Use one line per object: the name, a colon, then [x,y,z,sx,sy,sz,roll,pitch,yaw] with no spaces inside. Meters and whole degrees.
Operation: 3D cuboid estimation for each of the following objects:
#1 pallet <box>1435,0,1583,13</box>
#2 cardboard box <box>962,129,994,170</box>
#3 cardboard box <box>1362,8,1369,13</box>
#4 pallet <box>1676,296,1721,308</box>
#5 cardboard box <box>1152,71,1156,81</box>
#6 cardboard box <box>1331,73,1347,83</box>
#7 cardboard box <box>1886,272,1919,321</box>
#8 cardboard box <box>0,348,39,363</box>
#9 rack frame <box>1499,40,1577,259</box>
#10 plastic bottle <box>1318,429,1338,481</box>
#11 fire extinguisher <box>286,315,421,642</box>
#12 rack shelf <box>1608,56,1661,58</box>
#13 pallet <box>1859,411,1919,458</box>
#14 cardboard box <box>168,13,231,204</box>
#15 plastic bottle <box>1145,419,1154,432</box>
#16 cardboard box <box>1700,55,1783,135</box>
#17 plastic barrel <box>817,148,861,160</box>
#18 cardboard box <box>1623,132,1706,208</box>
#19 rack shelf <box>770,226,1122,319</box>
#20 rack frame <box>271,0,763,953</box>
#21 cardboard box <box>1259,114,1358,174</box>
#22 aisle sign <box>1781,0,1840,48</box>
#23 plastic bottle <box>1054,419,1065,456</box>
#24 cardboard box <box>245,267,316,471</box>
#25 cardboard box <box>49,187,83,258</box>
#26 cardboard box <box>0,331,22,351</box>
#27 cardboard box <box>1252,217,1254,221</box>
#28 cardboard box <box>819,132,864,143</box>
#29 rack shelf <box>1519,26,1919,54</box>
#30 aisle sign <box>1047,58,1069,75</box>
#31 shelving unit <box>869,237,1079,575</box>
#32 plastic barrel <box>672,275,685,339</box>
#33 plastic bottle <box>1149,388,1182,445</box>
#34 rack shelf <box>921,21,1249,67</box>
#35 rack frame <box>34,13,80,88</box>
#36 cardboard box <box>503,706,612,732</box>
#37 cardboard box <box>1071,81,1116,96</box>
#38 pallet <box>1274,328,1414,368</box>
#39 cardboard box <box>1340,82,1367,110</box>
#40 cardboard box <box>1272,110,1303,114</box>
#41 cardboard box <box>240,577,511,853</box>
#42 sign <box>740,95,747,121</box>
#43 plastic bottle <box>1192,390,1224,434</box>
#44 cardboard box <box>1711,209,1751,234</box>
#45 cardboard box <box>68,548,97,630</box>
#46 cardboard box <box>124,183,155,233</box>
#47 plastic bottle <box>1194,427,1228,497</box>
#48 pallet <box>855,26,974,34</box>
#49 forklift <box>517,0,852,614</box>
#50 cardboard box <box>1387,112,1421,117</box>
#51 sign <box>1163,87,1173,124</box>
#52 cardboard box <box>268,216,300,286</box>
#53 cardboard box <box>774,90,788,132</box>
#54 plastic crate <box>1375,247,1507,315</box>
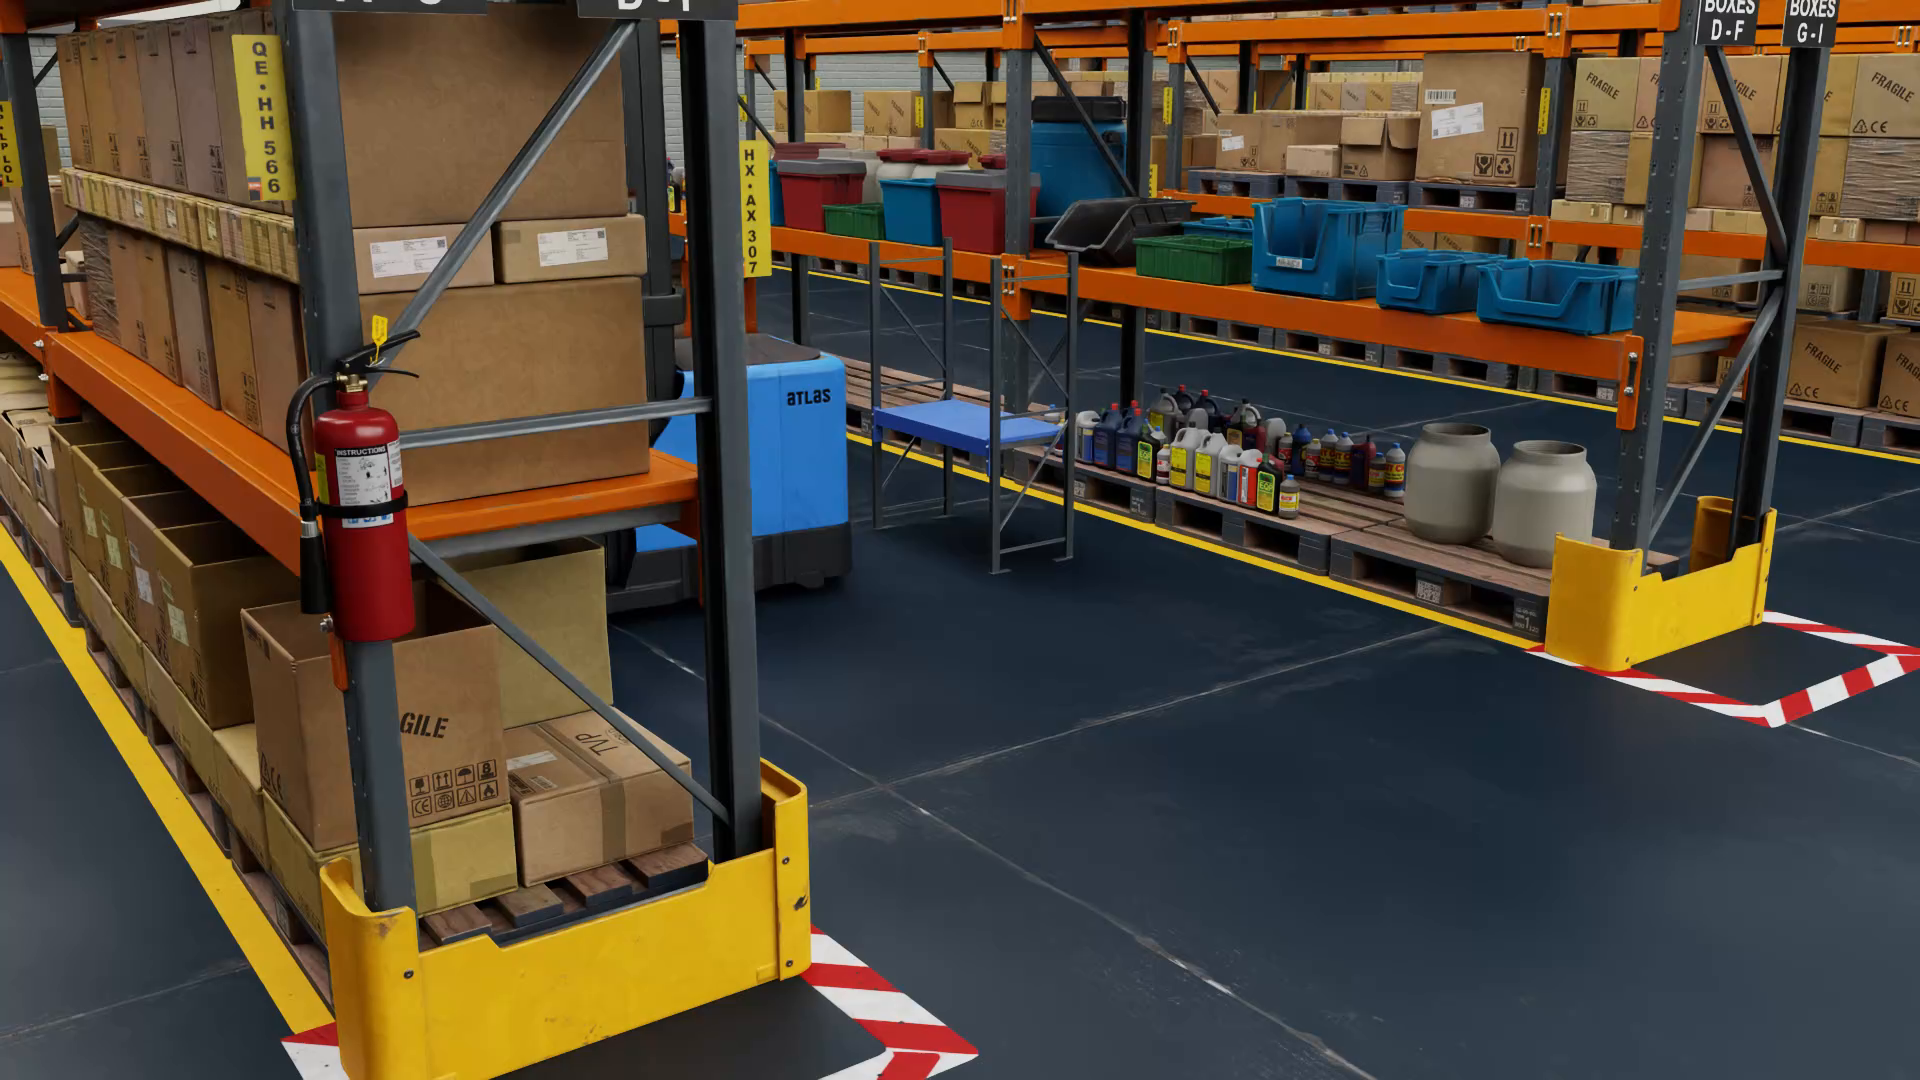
pallet: [4.427,-4.158,12.760,1.213,0.211,1.003,-11,19,-35]
cardboard box: [0.365,-4.166,17.925,0.500,0.500,0.500,-11,19,-34]
cardboard box: [3.426,-4.607,14.330,0.500,0.250,0.500,-10,18,-33]
pallet: [7.540,-2.471,17.204,1.003,0.211,1.213,-11,19,-35]
cardboard box: [2.661,-6.172,22.796,0.500,0.500,0.500,-12,19,-36]
cardboard box: [6.091,-7.307,26.280,0.380,0.149,0.250,-12,19,-36]
cardboard box: [9.089,-2.435,15.018,0.875,0.875,0.875,-11,19,-34]
cardboard box: [-5.592,-0.960,9.754,0.500,0.311,0.500,-10,18,-33]
rack frame: [6.424,-4.256,18.444,1.000,3.000,0.127,-11,19,-35]
plastic bottle: [1.976,-0.457,8.899,0.097,0.271,0.097,0,15,0]
fire extinguisher: [-1.265,-0.128,3.508,0.296,0.674,0.183,-11,19,-35]
rack shelf: [10.853,-8.198,28.528,1.077,0.370,4.000,-11,19,-35]
pallet: [6.562,-0.650,10.550,1.003,0.211,1.213,-11,19,-35]
cardboard box: [-1.865,-1.269,4.882,0.700,0.500,0.500,-11,19,-34]
plastic bottle: [1.020,-0.532,9.173,0.097,0.271,0.097,0,15,0]
cardboard box: [5.352,-2.979,11.130,0.500,0.500,0.500,-11,19,-35]
plastic barrel: [-0.876,-2.606,12.205,0.421,0.512,0.421,0,15,0]
cardboard box: [5.184,-2.627,11.741,0.875,0.500,0.500,-11,19,-35]
rack shelf: [-0.478,-1.965,11.436,1.077,0.370,4.000,-11,19,-35]
rack frame: [-0.959,-0.263,3.854,1.000,3.000,0.127,-11,19,-35]
cardboard box: [3.111,-3.546,14.864,0.700,0.500,0.500,-8,17,-26]
aisle sign: [3.329,-2.315,6.427,0.394,0.787,0.004,-11,19,-35]
plastic bottle: [0.590,-0.590,9.516,0.097,0.201,0.097,0,15,0]
cardboard box: [-1.536,-0.524,4.619,0.700,0.500,0.500,-10,18,-33]
cardboard box: [-4.059,-1.444,7.981,0.500,0.500,0.500,-9,18,-31]
cardboard box: [-6.403,-1.141,10.964,0.500,0.500,0.500,-10,18,-32]
cardboard box: [3.652,-4.260,21.937,0.380,0.149,0.250,-10,18,-33]
cardboard box: [-1.373,-4.814,20.205,0.500,0.250,0.500,-11,19,-36]
rack shelf: [7.600,-4.929,16.583,1.077,0.370,4.000,-11,19,-35]
aisle sign: [1.434,-7.187,24.230,0.394,0.787,0.004,-11,19,-35]
shelving unit: [0.050,-0.705,8.312,0.538,1.500,1.048,-11,19,-35]
plastic barrel: [-2.360,-1.950,13.936,0.421,0.512,0.421,0,15,0]
plastic bottle: [1.193,-0.704,9.652,0.144,0.351,0.185,-11,19,-35]
rack shelf: [1.176,-5.035,16.970,1.077,0.370,4.000,-11,19,-35]
rack frame: [-5.663,-1.971,10.095,1.000,3.000,0.127,-11,19,-35]
cardboard box: [-1.391,0.606,5.094,0.500,0.250,0.500,-11,19,-35]
cardboard box: [1.555,-4.338,16.654,0.797,0.503,0.637,-10,18,-33]
pallet: [3.524,-1.735,14.517,1.003,0.211,1.213,-11,19,-35]
cardboard box: [6.335,-6.920,26.094,0.500,0.500,0.500,-11,19,-35]
cardboard box: [4.100,-5.264,20.682,0.380,0.149,0.250,-10,18,-33]
cardboard box: [-1.515,0.431,4.312,0.500,0.500,0.500,-11,19,-35]
sign: [-2.804,-5.587,21.517,0.100,0.325,0.005,-11,19,-35]
plastic bottle: [1.423,-0.686,9.584,0.144,0.351,0.185,-12,19,-37]
cardboard box: [5.342,-2.177,11.323,0.380,0.149,0.250,-11,19,-35]
cardboard box: [-3.284,0.153,6.748,0.500,0.250,0.500,-11,19,-35]
cardboard box: [-2.549,-1.116,5.553,0.380,0.149,0.250,-12,19,-36]
plastic bottle: [1.307,-0.412,8.583,0.144,0.351,0.185,-10,18,-32]
pallet: [-0.472,-5.942,19.091,1.003,0.211,1.213,-11,19,-35]
forklift: [-2.044,-1.118,7.108,3.031,2.935,1.130,-8,17,-28]
cardboard box: [5.168,-4.877,19.265,0.380,0.149,0.250,-11,19,-35]
sign: [1.905,-3.979,15.240,0.100,0.325,0.005,-11,19,-35]
cardboard box: [-1.493,-0.731,4.148,0.380,0.149,0.250,-10,18,-33]
cardboard box: [-1.994,-5.398,20.916,0.500,0.500,0.500,-11,19,-36]
plastic crate: [2.136,-1.159,7.410,0.499,0.251,0.408,-11,19,-35]
